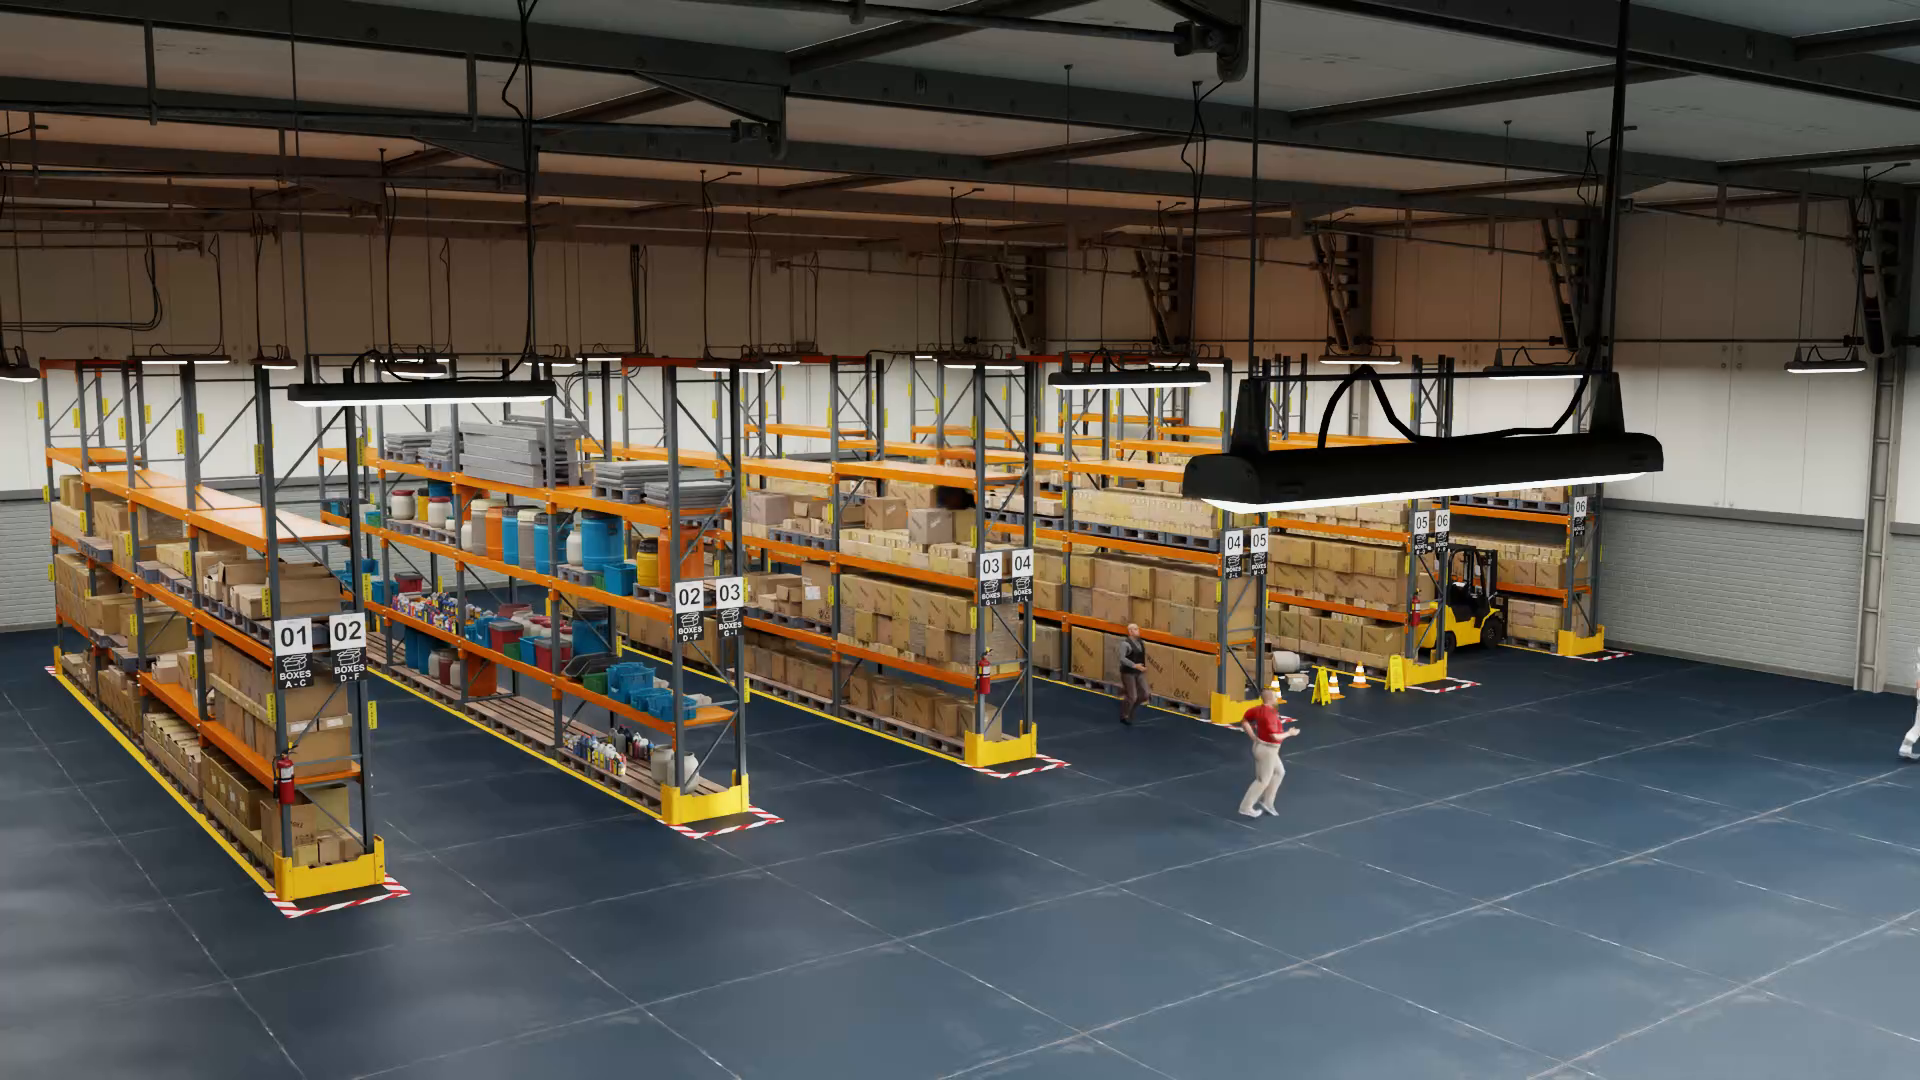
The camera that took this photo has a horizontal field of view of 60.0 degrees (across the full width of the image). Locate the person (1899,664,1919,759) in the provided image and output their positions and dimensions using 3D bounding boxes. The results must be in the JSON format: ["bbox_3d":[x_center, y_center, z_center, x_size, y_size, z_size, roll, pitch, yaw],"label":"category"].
[{"bbox_3d":[14.509,2.469,24.843,0.758,1.839,0.646,1,7,6],"label":"person"}]

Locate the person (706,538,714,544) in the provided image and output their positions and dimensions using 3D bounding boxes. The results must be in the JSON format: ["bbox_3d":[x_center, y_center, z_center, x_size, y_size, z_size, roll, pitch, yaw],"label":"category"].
[{"bbox_3d":[-6.307,0.650,40.977,0.476,1.439,0.626,-6,9,-39],"label":"person"}]

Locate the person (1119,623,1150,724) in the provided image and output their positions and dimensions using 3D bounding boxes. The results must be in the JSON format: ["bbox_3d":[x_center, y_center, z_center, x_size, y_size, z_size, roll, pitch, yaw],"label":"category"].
[{"bbox_3d":[2.895,2.206,27.394,0.586,1.677,0.689,6,9,43],"label":"person"}]

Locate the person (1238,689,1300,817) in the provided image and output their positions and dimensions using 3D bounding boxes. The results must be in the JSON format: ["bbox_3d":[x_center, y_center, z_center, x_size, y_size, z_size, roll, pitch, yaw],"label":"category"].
[{"bbox_3d":[4.080,2.853,22.039,0.801,1.776,0.611,-1,7,-5],"label":"person"}]
